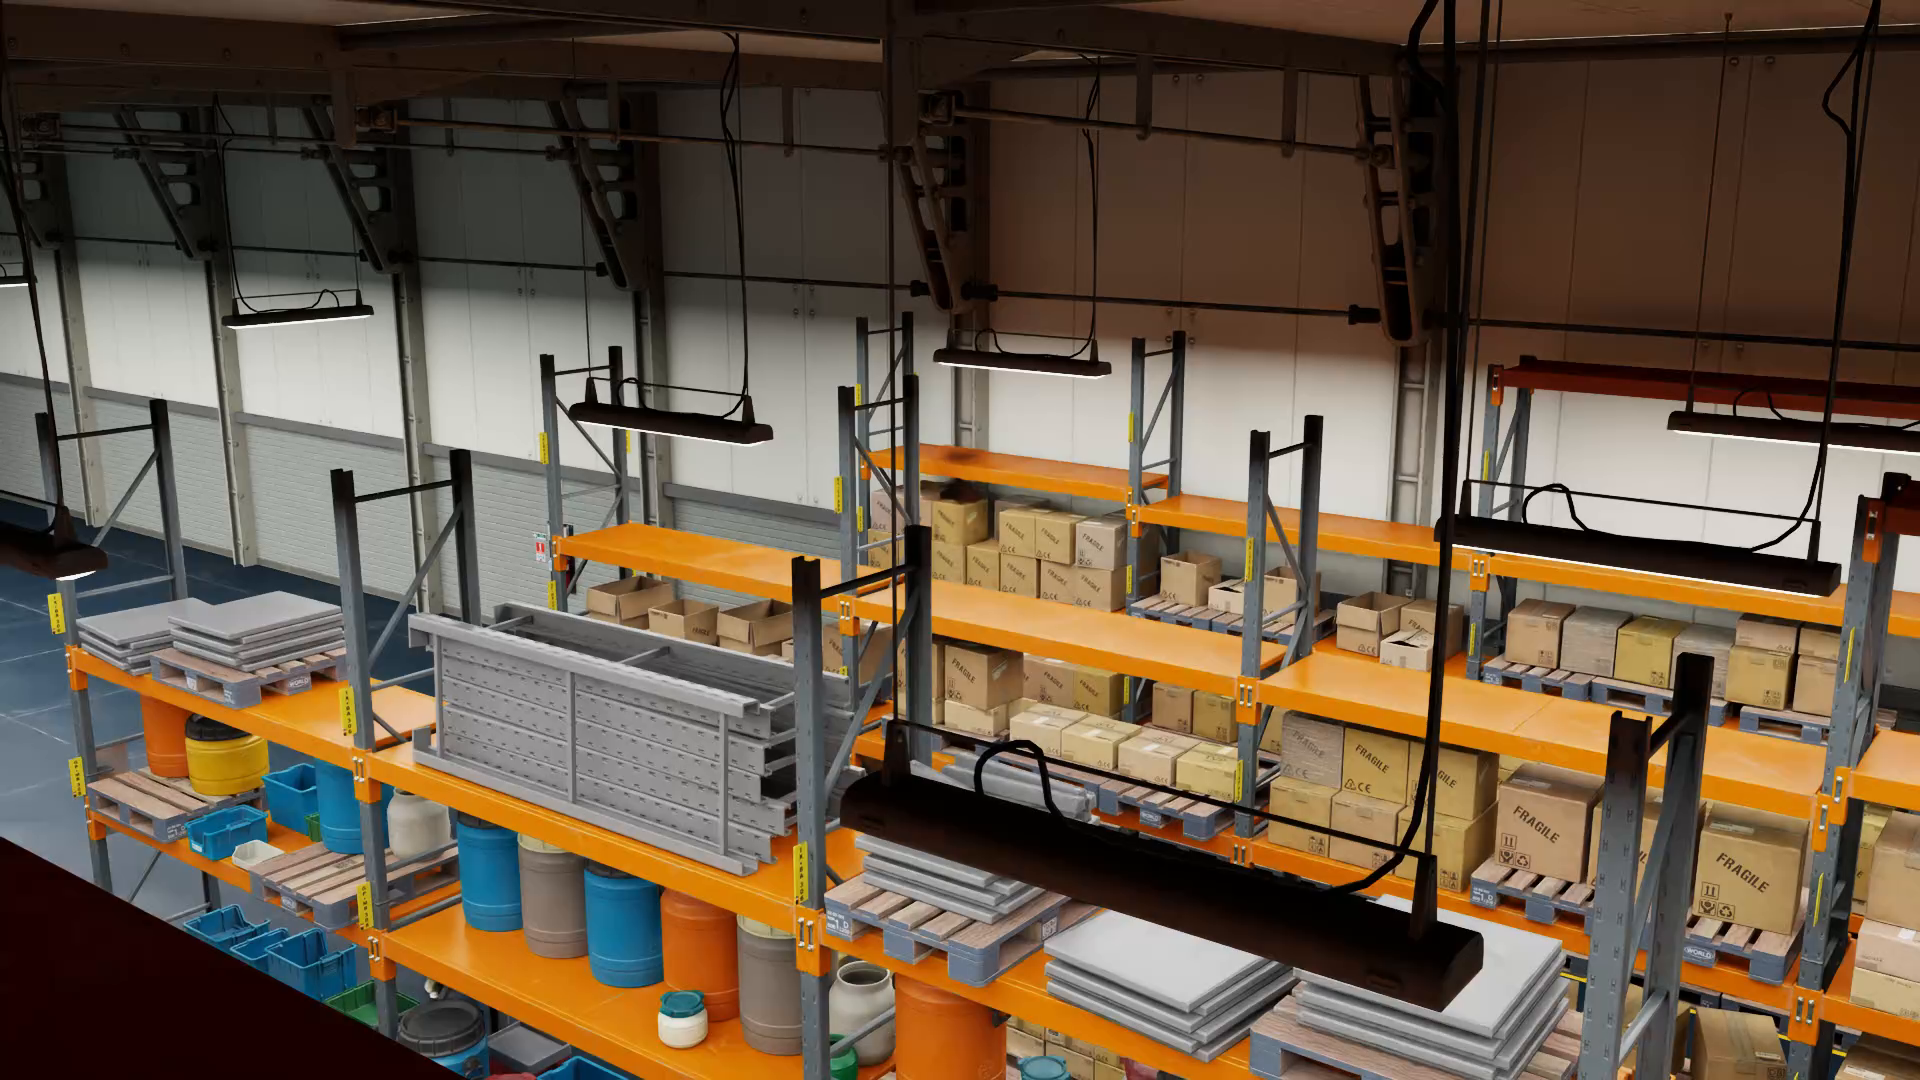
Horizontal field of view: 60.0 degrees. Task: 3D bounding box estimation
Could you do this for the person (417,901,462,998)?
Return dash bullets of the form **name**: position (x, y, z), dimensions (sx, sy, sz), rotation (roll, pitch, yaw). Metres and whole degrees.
- **person**: position (-4.973, 3.541, 16.070), dimensions (0.616, 1.772, 0.404), rotation (-4, 14, -16)
